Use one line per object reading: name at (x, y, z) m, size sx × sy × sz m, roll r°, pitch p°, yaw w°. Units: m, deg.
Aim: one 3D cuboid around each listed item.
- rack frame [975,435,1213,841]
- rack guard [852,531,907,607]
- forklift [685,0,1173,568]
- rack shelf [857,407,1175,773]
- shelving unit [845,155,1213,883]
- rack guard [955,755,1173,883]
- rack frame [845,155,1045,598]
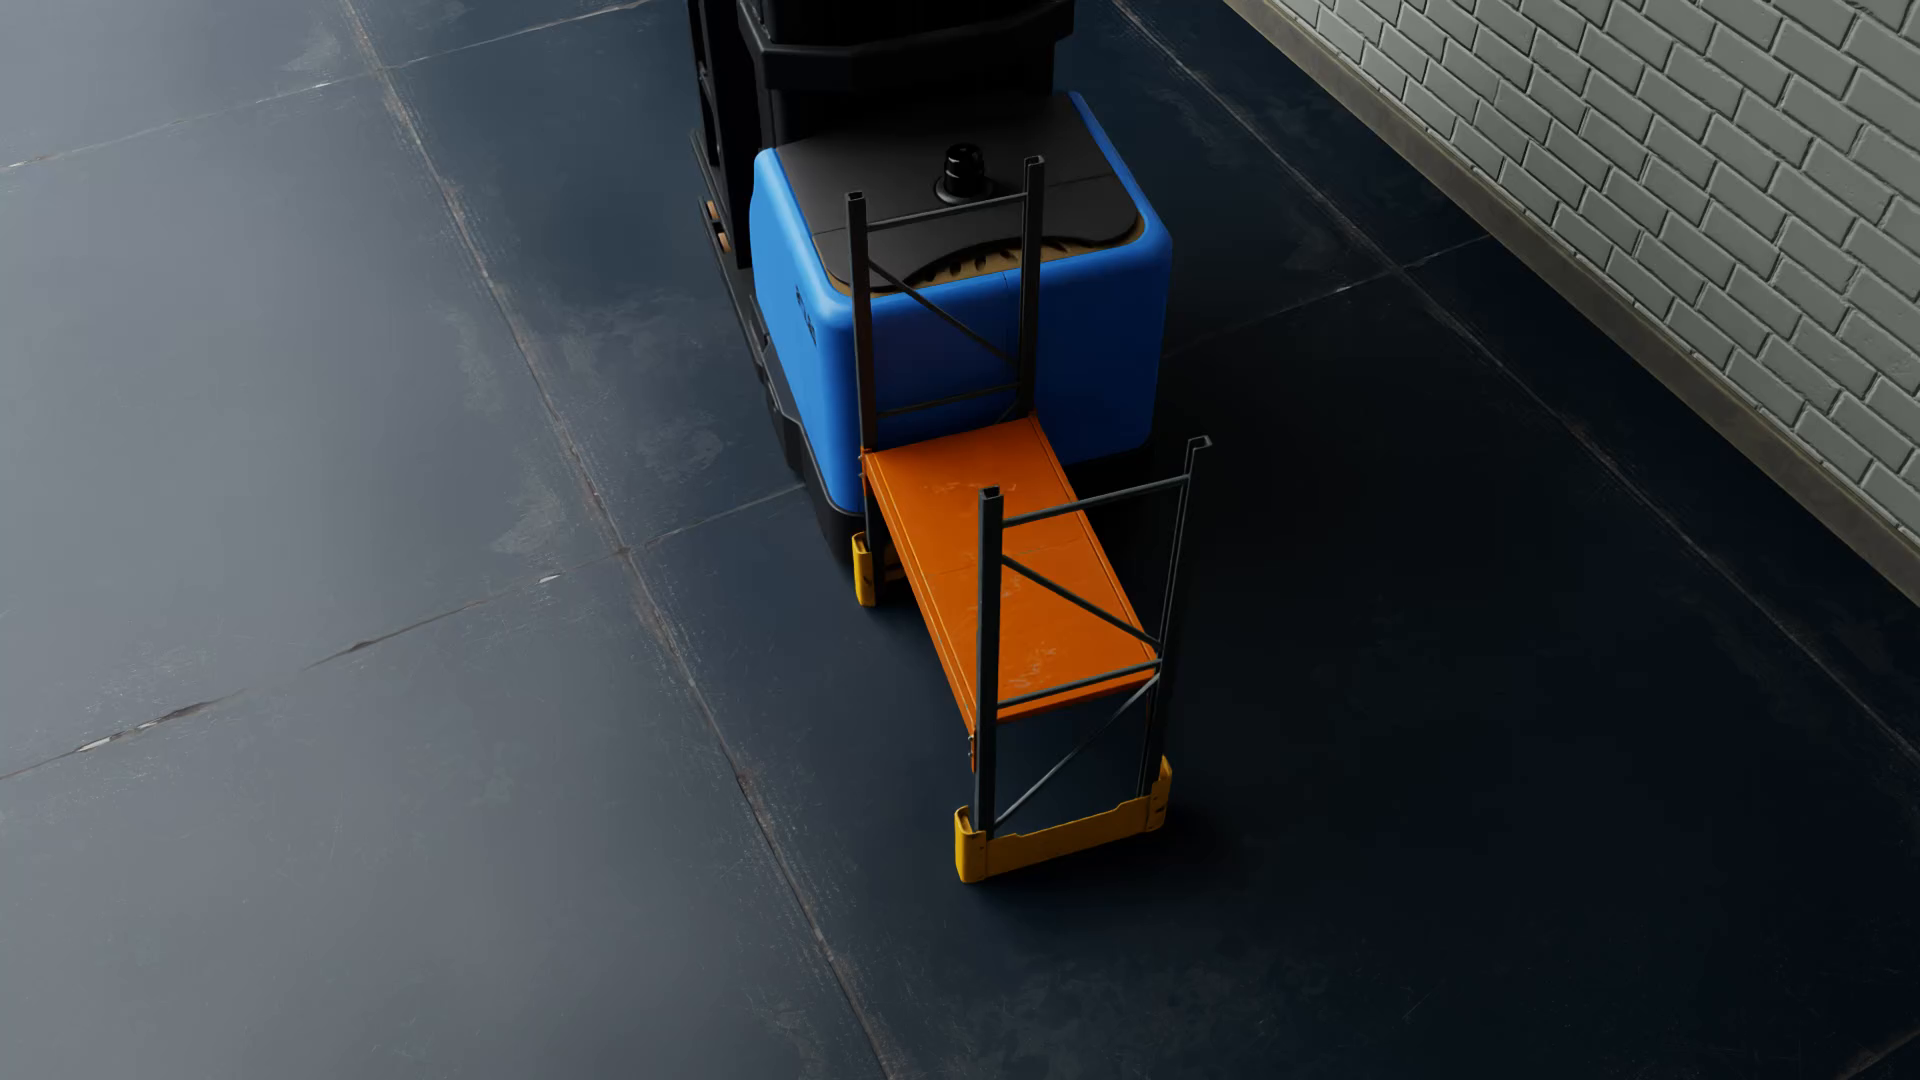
rack frame at (0.280, 0.345, 3.952) m, size 0.500 × 1.500 × 0.032 m, roll -14°, pitch 50°, yaw -12°
rack guard at (-0.033, 0.029, 5.058) m, size 0.587 × 0.250 × 0.087 m, roll -14°, pitch 50°, yaw -12°
forklift at (-0.332, -2.014, 5.064) m, size 1.130 × 2.935 × 3.031 m, roll -14°, pitch 50°, yaw -12°
rack shelf at (0.123, 0.099, 4.406) m, size 0.538 × 0.185 × 1.000 m, roll -14°, pitch 50°, yaw -12°
shelving unit at (0.120, -0.026, 4.276) m, size 0.587 × 1.500 × 1.083 m, roll -14°, pitch 50°, yaw -12°
rack guard at (0.274, 0.742, 4.435) m, size 0.587 × 0.250 × 0.087 m, roll -14°, pitch 50°, yaw -12°
rack frame at (-0.034, -0.383, 4.589) m, size 0.500 × 1.500 × 0.032 m, roll -14°, pitch 50°, yaw -12°
